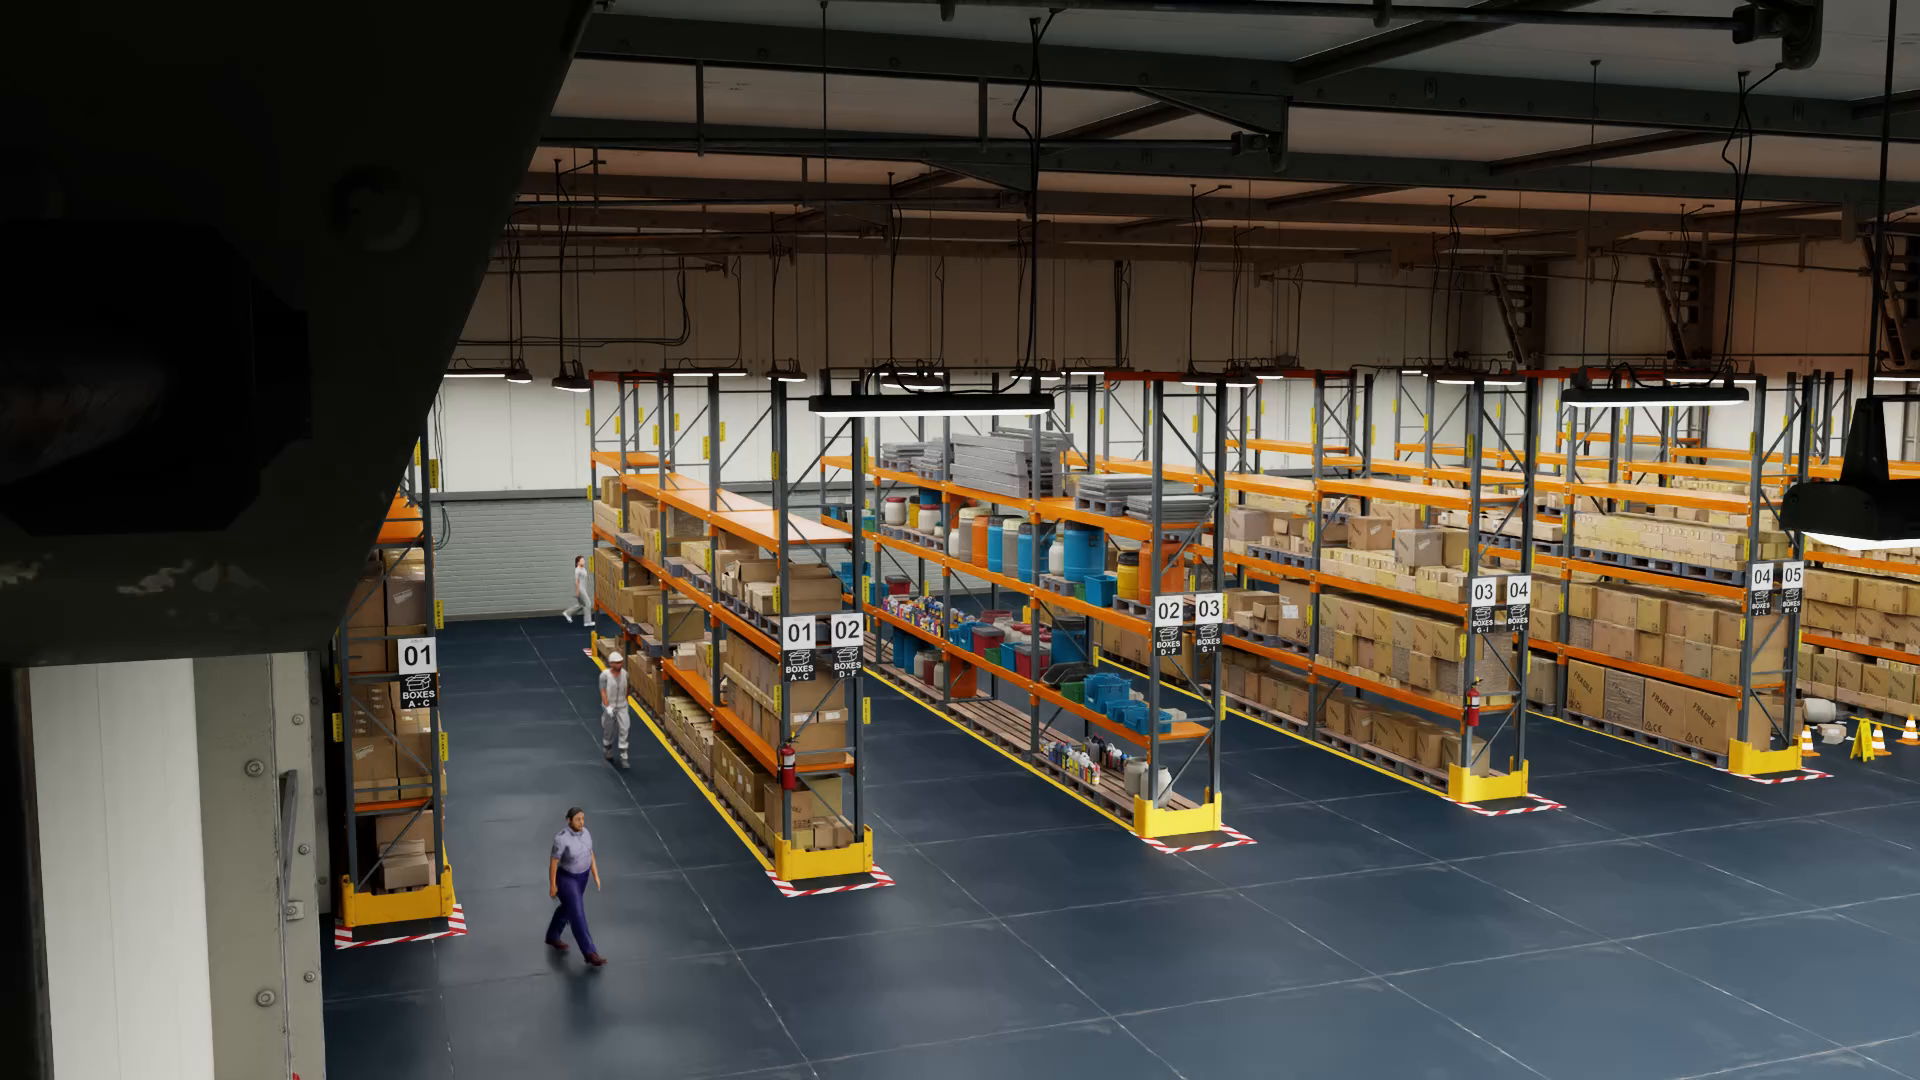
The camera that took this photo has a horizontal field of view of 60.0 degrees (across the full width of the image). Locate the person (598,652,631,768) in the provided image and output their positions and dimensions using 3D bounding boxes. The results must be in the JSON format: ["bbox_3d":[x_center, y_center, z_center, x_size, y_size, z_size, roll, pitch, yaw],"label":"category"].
[{"bbox_3d":[-5.301,2.592,25.679,0.522,1.735,0.962,-4,7,-29],"label":"person"}]

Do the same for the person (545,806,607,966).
[{"bbox_3d":[-4.012,3.576,17.420,0.980,1.593,0.528,3,7,23],"label":"person"}]

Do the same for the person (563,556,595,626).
[{"bbox_3d":[-8.878,1.179,38.747,0.822,1.644,0.435,0,6,-1],"label":"person"}]
